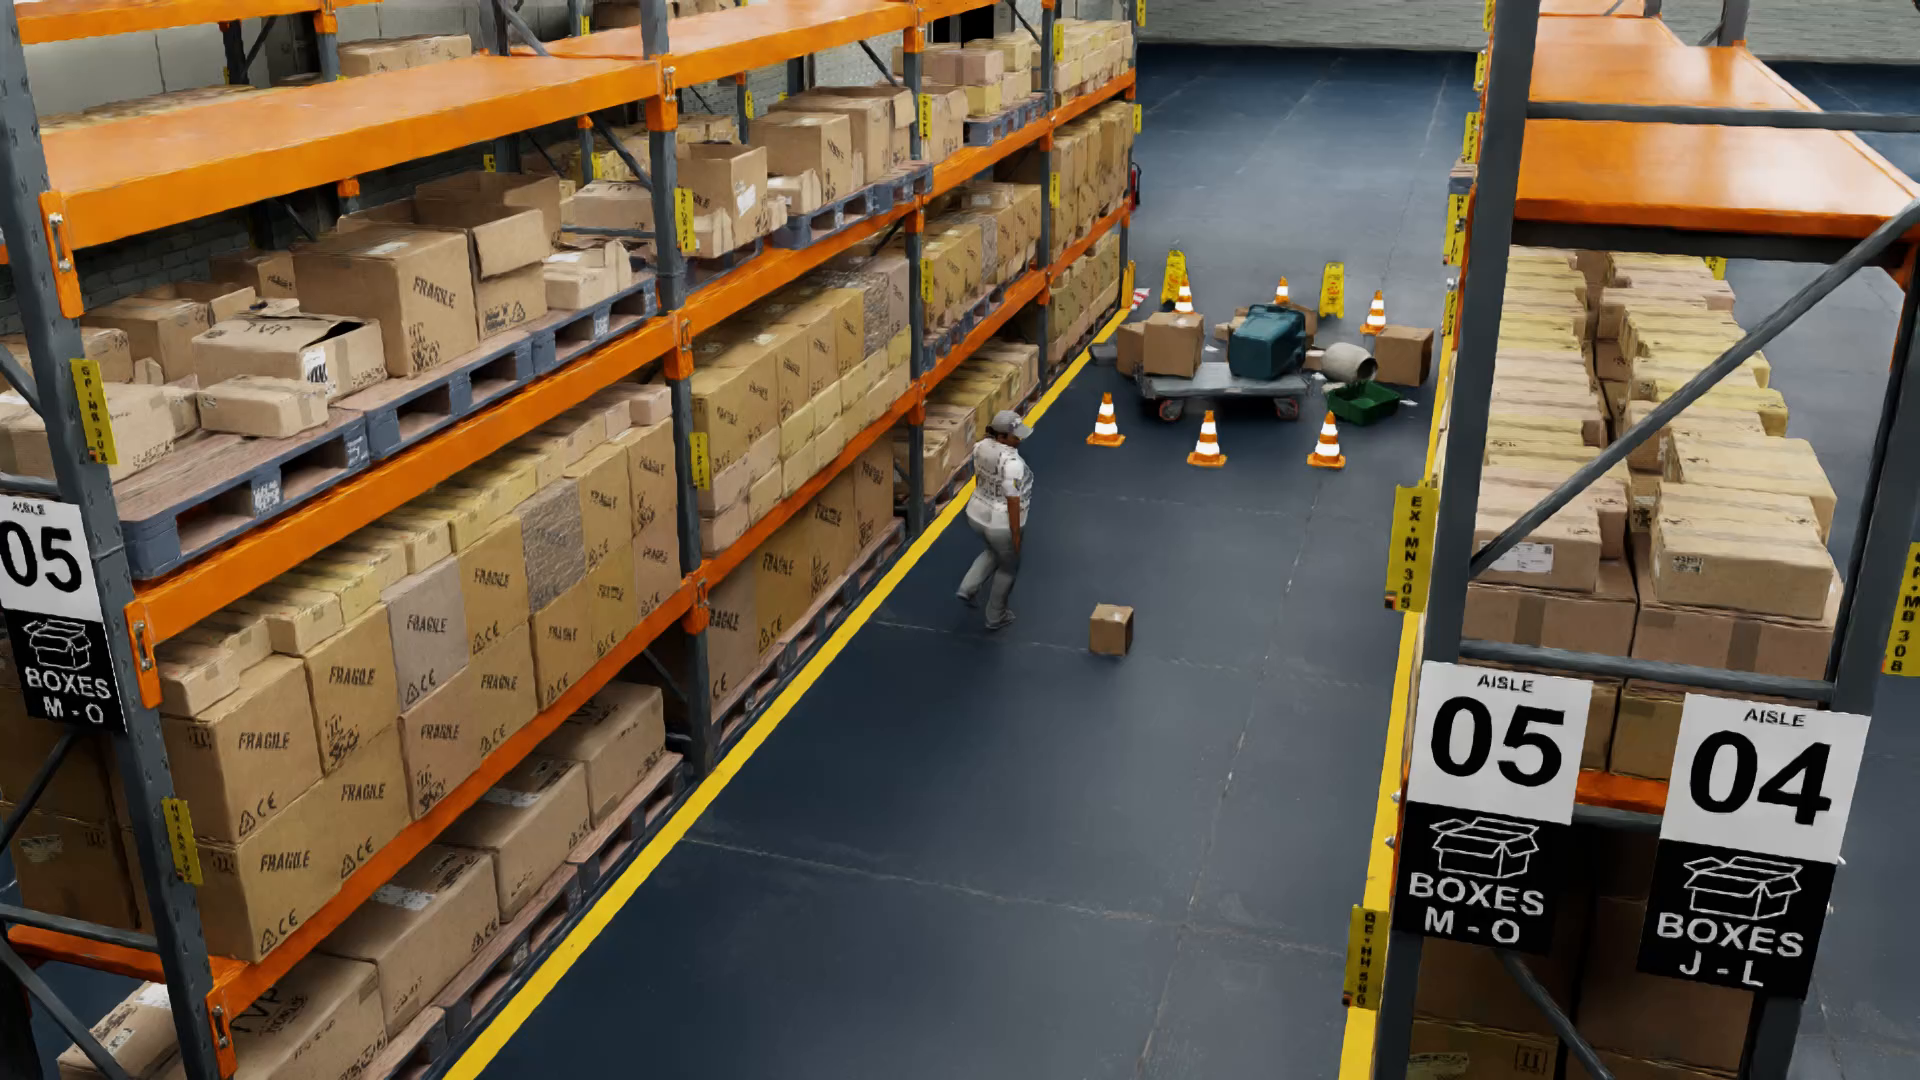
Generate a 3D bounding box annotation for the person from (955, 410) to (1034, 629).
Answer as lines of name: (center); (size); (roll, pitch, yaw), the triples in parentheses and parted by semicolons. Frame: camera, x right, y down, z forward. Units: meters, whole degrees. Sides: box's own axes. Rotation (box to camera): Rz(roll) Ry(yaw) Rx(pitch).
person: (0.278, -0.141, 11.456); (0.469, 1.655, 0.613); (-17, 28, -36)
